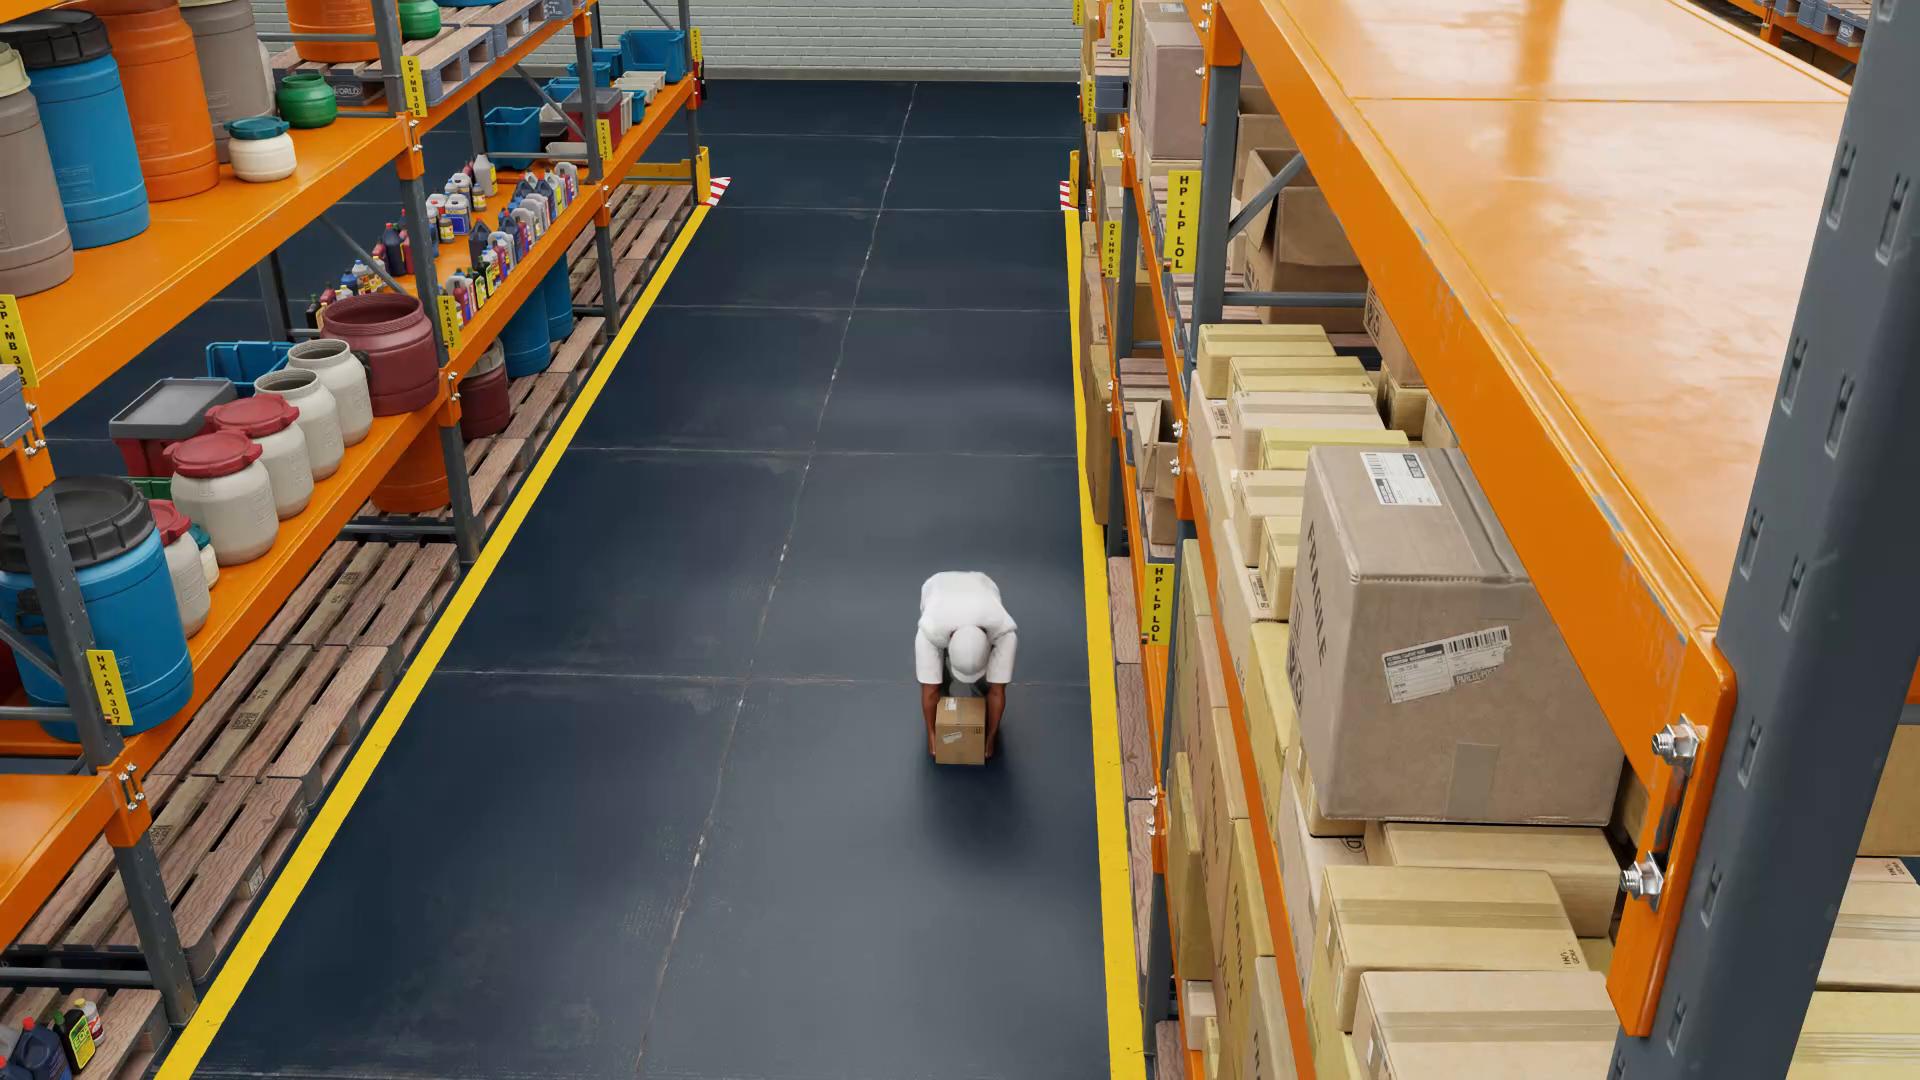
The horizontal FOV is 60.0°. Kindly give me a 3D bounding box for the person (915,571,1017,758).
[{"bbox_3d":[0.032,0.616,8.719,0.526,0.818,0.970,0,28,1],"label":"person"}]
